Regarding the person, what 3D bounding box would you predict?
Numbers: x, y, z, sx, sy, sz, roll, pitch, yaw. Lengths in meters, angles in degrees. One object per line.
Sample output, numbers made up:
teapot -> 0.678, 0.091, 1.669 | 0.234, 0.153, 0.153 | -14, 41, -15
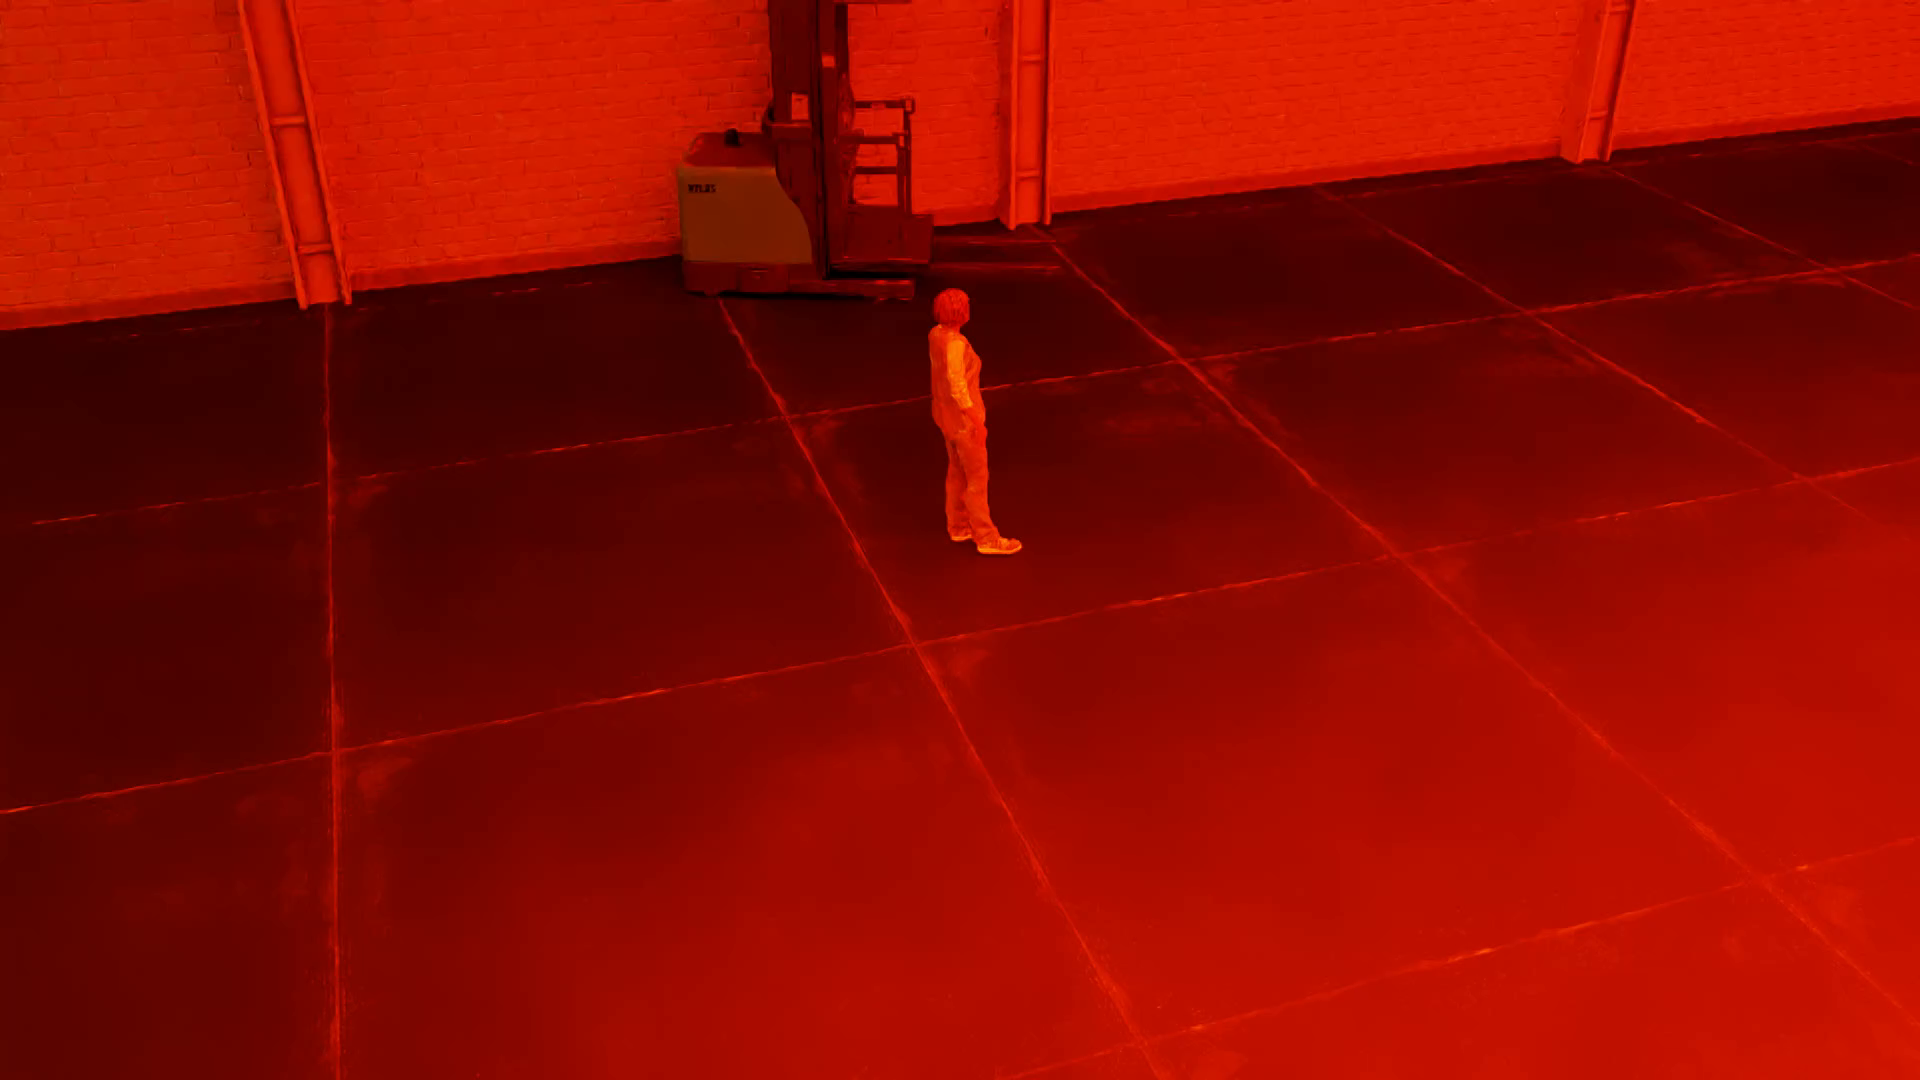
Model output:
person -> 0.075, -0.703, 9.633 | 0.474, 1.597, 0.521 | -10, 31, -16

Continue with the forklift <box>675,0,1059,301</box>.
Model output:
forklift -> -0.712, -3.459, 13.098 | 3.031, 2.935, 1.130 | 1, 30, 1
